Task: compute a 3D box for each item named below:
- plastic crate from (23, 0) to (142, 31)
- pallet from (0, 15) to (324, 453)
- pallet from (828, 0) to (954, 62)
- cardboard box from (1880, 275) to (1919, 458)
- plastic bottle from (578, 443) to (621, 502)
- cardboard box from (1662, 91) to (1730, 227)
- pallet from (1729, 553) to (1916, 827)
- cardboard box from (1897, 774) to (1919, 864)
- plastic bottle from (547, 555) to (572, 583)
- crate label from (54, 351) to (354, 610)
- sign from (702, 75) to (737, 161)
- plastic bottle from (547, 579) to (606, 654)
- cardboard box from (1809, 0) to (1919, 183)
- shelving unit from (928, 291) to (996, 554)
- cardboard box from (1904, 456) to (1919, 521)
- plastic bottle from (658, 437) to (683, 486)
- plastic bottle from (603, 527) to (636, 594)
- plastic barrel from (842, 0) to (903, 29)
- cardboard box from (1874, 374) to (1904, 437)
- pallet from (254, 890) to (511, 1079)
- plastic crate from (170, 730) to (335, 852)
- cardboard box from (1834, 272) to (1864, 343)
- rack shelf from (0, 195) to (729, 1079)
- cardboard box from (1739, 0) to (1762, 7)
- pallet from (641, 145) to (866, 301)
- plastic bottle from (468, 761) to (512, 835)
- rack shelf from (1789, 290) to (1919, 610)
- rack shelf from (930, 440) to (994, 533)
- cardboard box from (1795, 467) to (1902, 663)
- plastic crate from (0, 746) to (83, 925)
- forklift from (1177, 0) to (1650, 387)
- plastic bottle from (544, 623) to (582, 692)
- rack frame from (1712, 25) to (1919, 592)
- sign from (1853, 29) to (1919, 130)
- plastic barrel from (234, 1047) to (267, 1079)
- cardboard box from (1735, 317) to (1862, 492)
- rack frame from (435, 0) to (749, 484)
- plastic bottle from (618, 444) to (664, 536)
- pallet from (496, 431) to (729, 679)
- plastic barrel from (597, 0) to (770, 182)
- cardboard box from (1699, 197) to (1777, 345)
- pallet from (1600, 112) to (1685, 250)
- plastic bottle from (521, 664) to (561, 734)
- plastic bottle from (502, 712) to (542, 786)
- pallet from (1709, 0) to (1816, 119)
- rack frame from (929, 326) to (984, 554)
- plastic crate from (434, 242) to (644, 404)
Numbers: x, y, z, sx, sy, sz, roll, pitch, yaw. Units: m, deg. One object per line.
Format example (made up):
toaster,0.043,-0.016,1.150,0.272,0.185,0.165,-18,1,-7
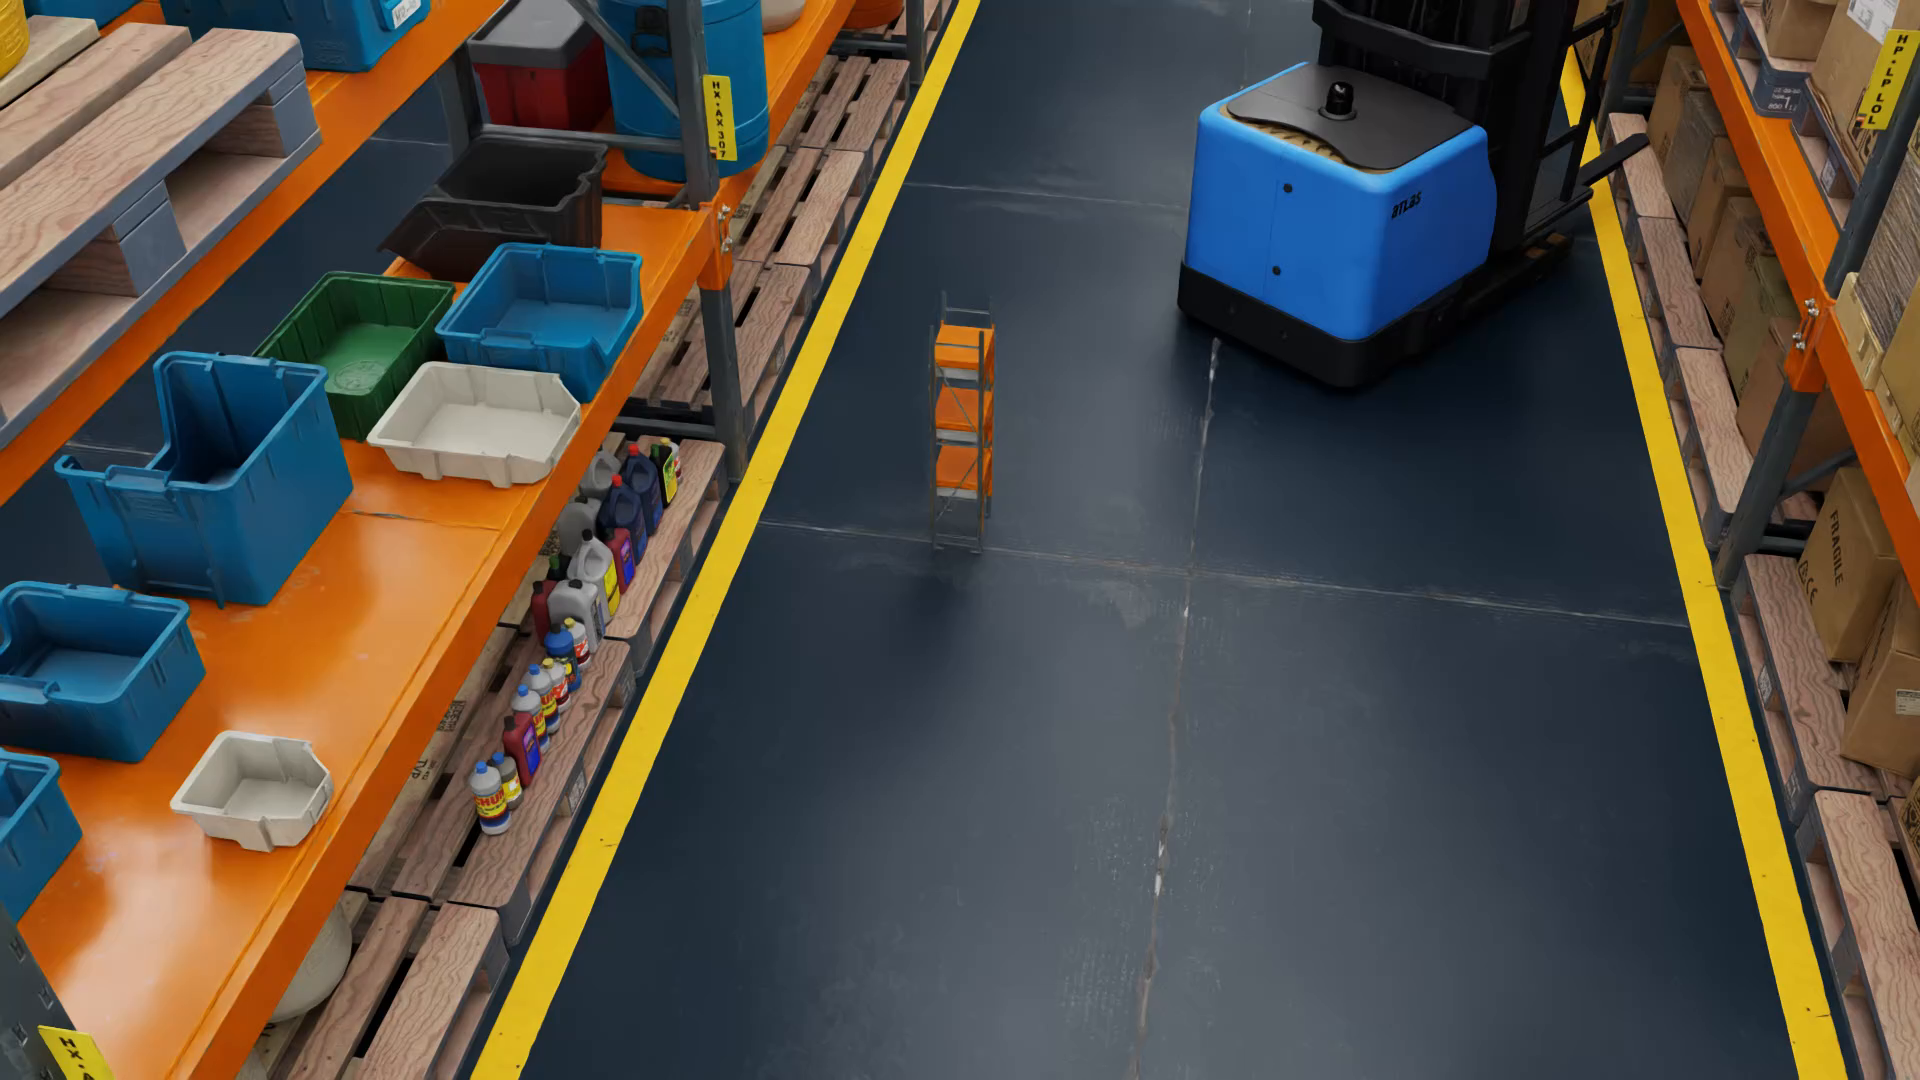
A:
plastic crate,-2.068,-1.359,3.698,0.392,0.384,0.575,6,40,8
pallet,-1.862,-0.570,2.880,1.003,0.211,1.213,6,40,8
pallet,-0.622,-3.424,10.726,1.003,0.211,1.213,6,40,8
cardboard box,3.209,-0.511,4.702,0.875,0.500,0.500,6,40,8
plastic bottle,-1.379,-0.218,6.393,0.144,0.351,0.185,6,40,8
cardboard box,3.982,-1.887,8.295,0.700,0.500,0.500,3,40,4
pallet,3.388,0.557,5.910,1.003,0.211,1.213,6,40,8
cardboard box,3.239,0.864,4.983,0.500,0.500,0.500,3,40,4
plastic bottle,-1.431,0.152,5.998,0.061,0.283,0.133,6,40,8
crate label,-2.049,-0.177,4.583,0.502,0.435,0.616,6,40,8
sign,-0.869,-1.528,6.027,0.100,0.325,0.005,6,40,8
plastic bottle,-1.358,0.252,5.884,0.152,0.276,0.135,7,40,8
cardboard box,3.745,-1.819,5.796,1.000,1.000,1.000,7,40,8
shelving unit,0.009,-0.438,6.456,0.215,1.050,0.252,6,40,8
cardboard box,2.946,-0.119,4.736,0.380,0.149,0.250,6,40,8
plastic bottle,-1.165,-0.318,6.631,0.097,0.201,0.097,0,40,0
plastic bottle,-1.257,0.052,6.120,0.061,0.283,0.133,9,40,11
plastic barrel,-0.649,-3.634,10.165,0.600,0.830,0.708,6,40,8
cardboard box,3.064,-0.429,5.112,0.380,0.149,0.250,6,40,8
pallet,-1.989,1.534,4.729,1.003,0.211,1.213,6,40,8
plastic crate,-1.630,0.597,3.881,0.298,0.136,0.250,6,40,8
cardboard box,3.136,-0.744,5.493,0.380,0.149,0.250,6,40,8
rack shelf,-1.755,0.043,4.908,1.077,0.370,4.000,6,40,8
cardboard box,3.645,-2.531,7.245,0.500,0.250,0.500,5,40,6
pallet,-1.103,-1.679,8.616,1.003,0.211,1.213,6,40,8
plastic bottle,-1.481,0.800,5.224,0.097,0.271,0.097,0,40,0
rack shelf,3.123,0.590,4.247,1.077,0.370,4.000,6,40,8
rack shelf,0.009,-0.216,6.640,0.215,0.259,0.240,6,40,8
cardboard box,3.361,0.105,5.901,0.500,0.500,0.500,5,40,6
plastic crate,-2.309,0.732,3.628,0.499,0.251,0.616,6,40,8
forklift,2.456,-2.640,7.643,3.031,2.935,1.130,-32,49,-32
plastic bottle,-1.369,0.395,5.714,0.097,0.271,0.097,0,40,0
rack frame,3.469,-0.943,5.536,1.000,3.000,0.127,6,40,8
sign,2.922,-1.448,5.239,0.100,0.325,0.005,6,40,8
plastic barrel,-2.063,1.397,4.329,0.421,0.512,0.421,0,40,0
cardboard box,3.597,-0.532,6.656,0.700,0.500,0.500,4,40,4
rack frame,-1.409,-1.489,6.197,1.000,3.000,0.127,6,40,8
plastic bottle,-1.237,-0.202,6.373,0.144,0.351,0.185,5,40,6
pallet,-1.566,0.003,6.581,1.003,0.211,1.213,6,40,8
plastic barrel,-1.044,-1.891,6.290,0.600,0.901,0.708,6,40,8
cardboard box,3.794,-1.180,7.440,0.700,0.500,0.500,3,40,4
pallet,4.025,-1.888,8.868,1.003,0.211,1.213,6,40,8
plastic bottle,-1.404,0.522,5.561,0.097,0.271,0.097,0,40,0
plastic bottle,-1.423,0.655,5.390,0.061,0.283,0.133,7,40,8
pallet,3.859,-2.132,7.126,1.003,0.211,1.213,6,40,8
rack frame,-0.012,-0.362,6.363,0.200,1.050,0.008,6,40,8
plastic crate,-1.333,-0.707,5.368,0.499,0.251,0.616,6,40,8
